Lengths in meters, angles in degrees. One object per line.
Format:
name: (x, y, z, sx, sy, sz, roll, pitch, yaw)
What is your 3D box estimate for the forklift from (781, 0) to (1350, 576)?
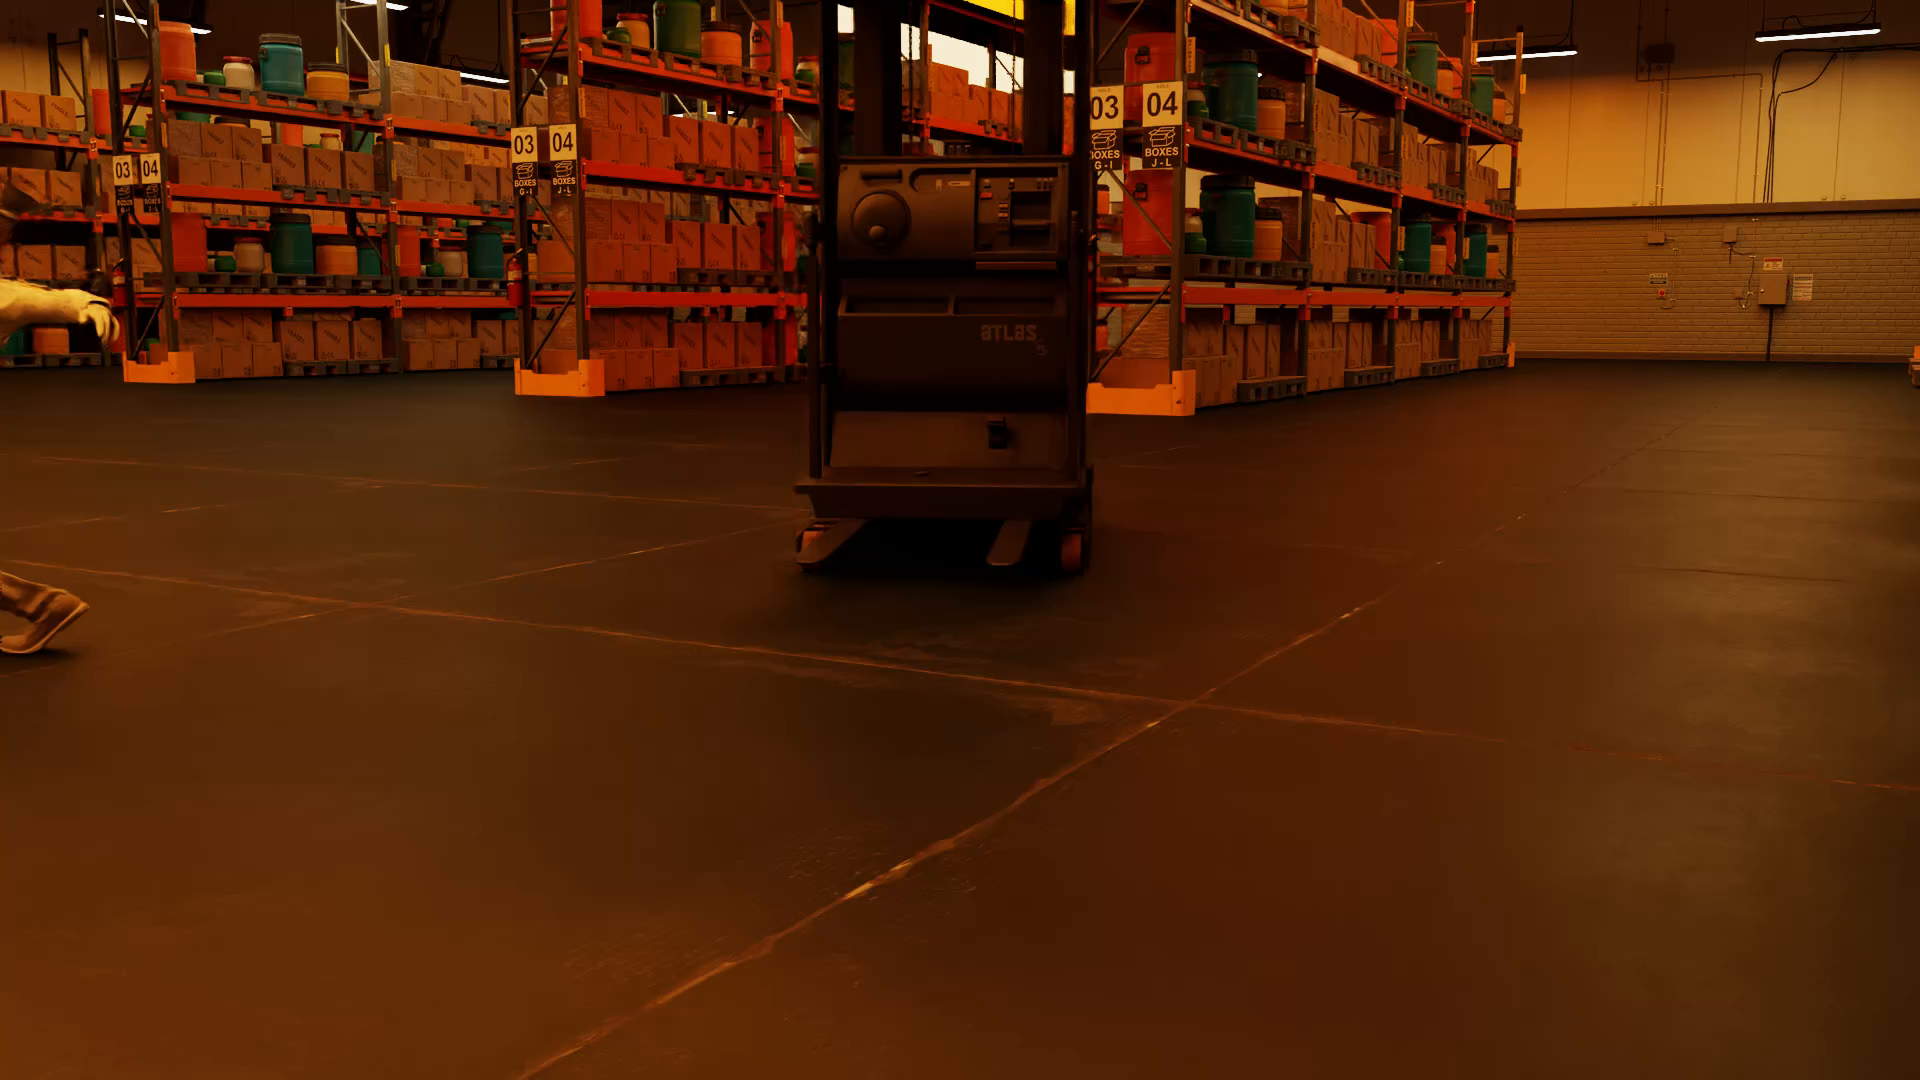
forklift: (0.307, -1.383, 6.617, 1.130, 2.935, 3.031, -4, 9, -28)
